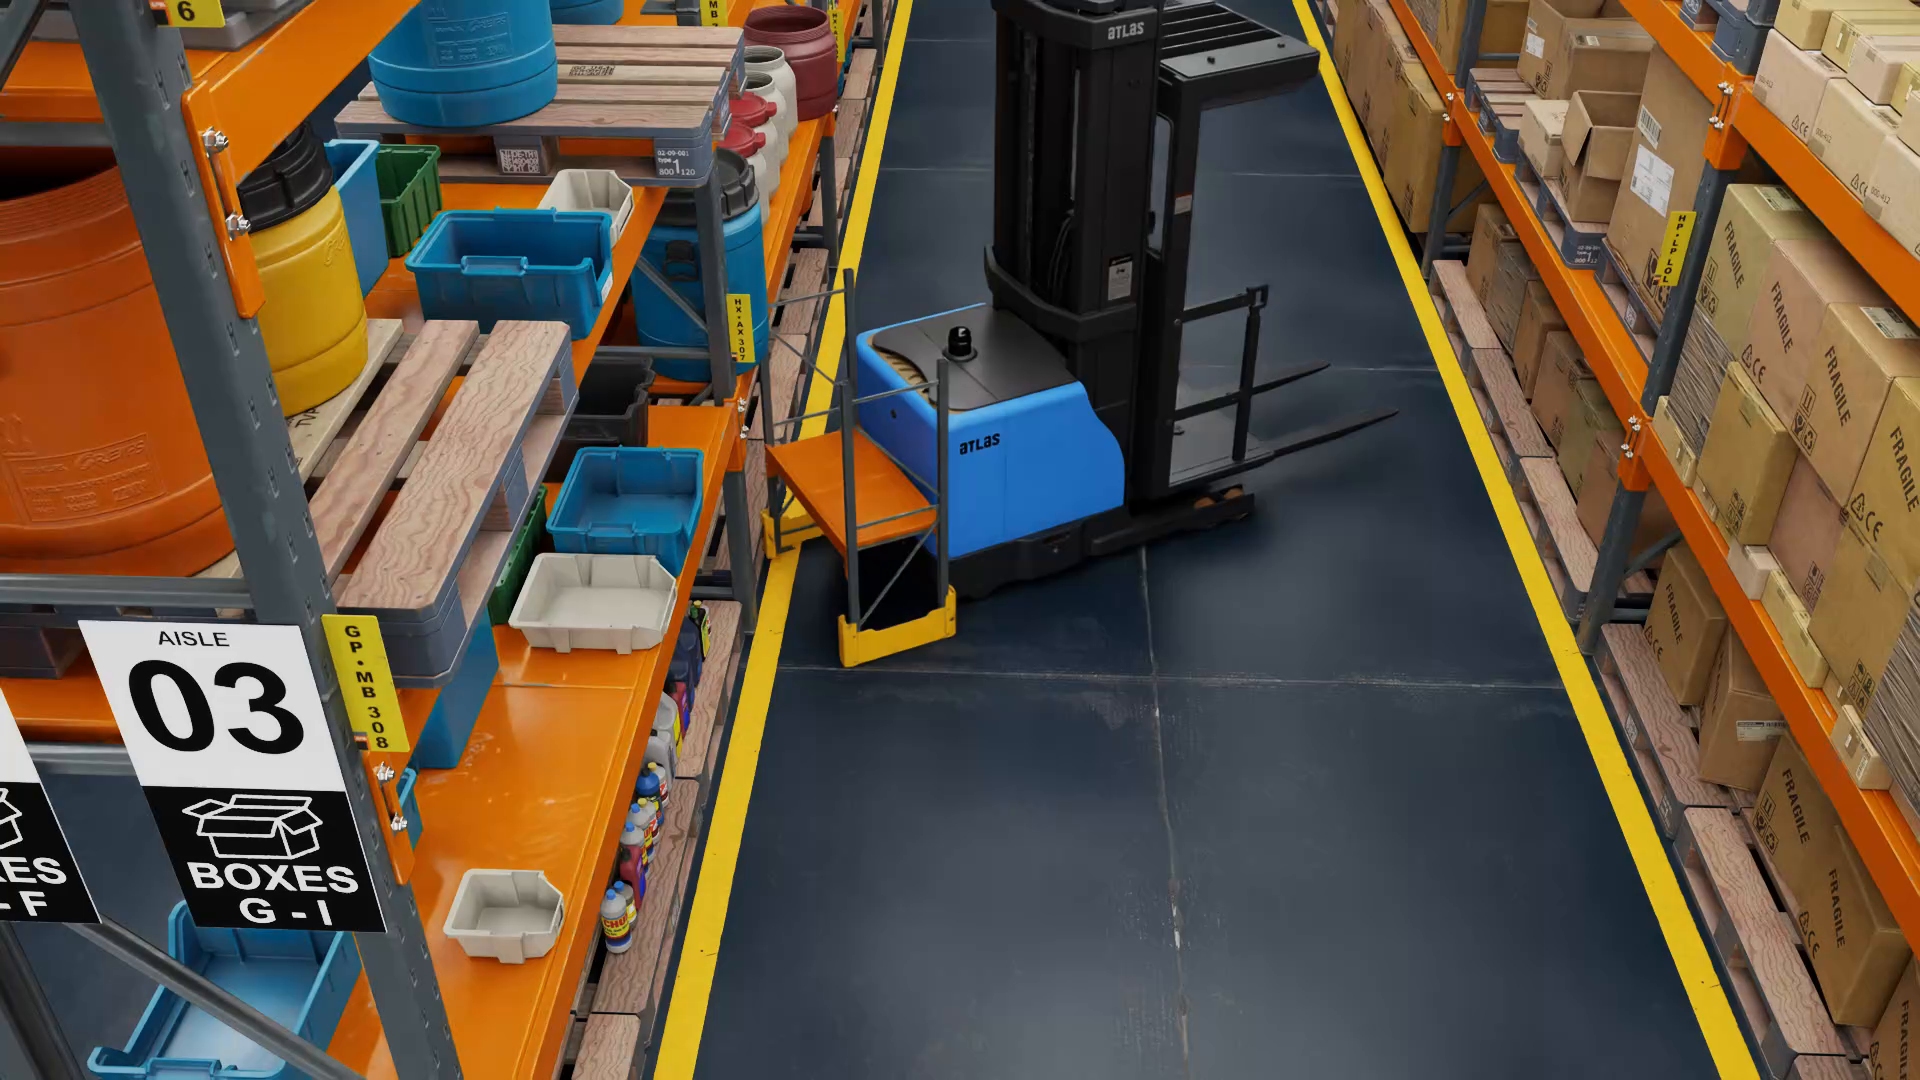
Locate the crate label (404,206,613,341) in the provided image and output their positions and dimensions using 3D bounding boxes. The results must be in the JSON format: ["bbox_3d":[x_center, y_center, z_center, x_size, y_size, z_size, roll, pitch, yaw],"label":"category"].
[{"bbox_3d":[-1.245,-0.749,4.673,0.502,0.251,0.408,1,35,2],"label":"crate label"}]

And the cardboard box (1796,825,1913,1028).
[{"bbox_3d":[3.374,1.389,5.920,0.500,0.500,0.500,4,35,6],"label":"cardboard box"}]

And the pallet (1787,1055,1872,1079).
[{"bbox_3d":[3.369,2.231,5.338,1.003,0.211,1.213,1,35,2],"label":"pallet"}]

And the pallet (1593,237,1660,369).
[{"bbox_3d":[3.635,-1.056,7.756,1.003,0.211,1.213,1,35,2],"label":"pallet"}]

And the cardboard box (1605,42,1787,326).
[{"bbox_3d":[3.631,-1.569,7.432,1.000,1.000,1.000,2,35,2],"label":"cardboard box"}]

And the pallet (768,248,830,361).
[{"bbox_3d":[-1.399,-1.526,10.683,1.003,0.211,1.213,1,35,2],"label":"pallet"}]

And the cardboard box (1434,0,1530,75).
[{"bbox_3d":[3.392,-3.327,10.733,0.500,0.500,0.500,2,35,3],"label":"cardboard box"}]

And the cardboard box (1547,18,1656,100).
[{"bbox_3d":[3.715,-2.575,9.299,0.700,0.500,0.500,6,36,9],"label":"cardboard box"}]

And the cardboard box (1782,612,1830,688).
[{"bbox_3d":[3.103,0.383,5.760,0.380,0.149,0.250,1,35,2],"label":"cardboard box"}]

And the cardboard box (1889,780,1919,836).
[{"bbox_3d":[3.137,0.816,5.145,0.380,0.149,0.250,1,35,2],"label":"cardboard box"}]

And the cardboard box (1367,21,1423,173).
[{"bbox_3d":[3.712,-3.207,12.133,1.225,0.875,0.875,1,35,2],"label":"cardboard box"}]

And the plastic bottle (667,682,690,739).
[{"bbox_3d":[-1.200,0.700,7.071,0.061,0.283,0.133,4,35,5],"label":"plastic bottle"}]

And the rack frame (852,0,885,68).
[{"bbox_3d":[-1.169,-5.409,13.783,1.000,3.000,0.127,1,35,2],"label":"rack frame"}]

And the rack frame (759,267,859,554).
[{"bbox_3d":[-0.740,-0.614,8.265,0.500,1.500,0.032,-16,37,-22],"label":"rack frame"}]

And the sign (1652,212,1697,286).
[{"bbox_3d":[2.904,-1.183,6.763,0.100,0.325,0.005,1,35,2],"label":"sign"}]

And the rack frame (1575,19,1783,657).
[{"bbox_3d":[3.459,-0.698,7.081,1.000,3.000,0.127,1,35,2],"label":"rack frame"}]

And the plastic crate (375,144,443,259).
[{"bbox_3d":[-1.825,-1.053,5.161,0.336,0.188,0.450,1,35,2],"label":"plastic crate"}]

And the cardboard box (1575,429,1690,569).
[{"bbox_3d":[3.505,-0.208,8.174,0.700,0.500,0.500,-1,35,-2],"label":"cardboard box"}]

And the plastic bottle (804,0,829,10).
[{"bbox_3d":[-0.970,-3.567,11.270,0.152,0.276,0.135,1,35,2],"label":"plastic bottle"}]

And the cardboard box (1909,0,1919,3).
[{"bbox_3d":[3.577,-2.407,6.449,0.797,0.503,0.637,0,35,0],"label":"cardboard box"}]

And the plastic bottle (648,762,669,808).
[{"bbox_3d":[-1.236,0.986,6.734,0.097,0.201,0.097,0,35,0],"label":"plastic bottle"}]

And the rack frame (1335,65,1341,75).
[{"bbox_3d":[3.780,-5.295,13.621,1.000,3.000,0.127,1,35,2],"label":"rack frame"}]

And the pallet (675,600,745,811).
[{"bbox_3d":[-1.559,0.713,7.497,1.003,0.211,1.213,1,35,2],"label":"pallet"}]

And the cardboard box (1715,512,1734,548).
[{"bbox_3d":[3.144,-0.047,6.373,0.380,0.149,0.250,1,35,2],"label":"cardboard box"}]

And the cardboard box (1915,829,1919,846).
[{"bbox_3d":[3.248,0.832,4.558,0.875,0.500,0.500,1,35,2],"label":"cardboard box"}]

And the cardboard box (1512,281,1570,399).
[{"bbox_3d":[3.587,-1.123,9.477,0.700,0.500,0.500,4,35,6],"label":"cardboard box"}]

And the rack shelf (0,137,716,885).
[{"bbox_3d":[-1.570,-0.597,4.953,1.077,0.370,4.000,1,35,2],"label":"rack shelf"}]

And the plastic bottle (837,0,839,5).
[{"bbox_3d":[-0.897,-3.967,11.833,0.061,0.283,0.133,1,35,2],"label":"plastic bottle"}]

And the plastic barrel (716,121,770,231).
[{"bbox_3d":[-1.203,-1.834,8.579,0.433,0.535,0.433,0,35,0],"label":"plastic barrel"}]

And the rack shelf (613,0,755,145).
[{"bbox_3d":[-1.410,-2.895,8.223,1.077,0.370,4.000,1,35,2],"label":"rack shelf"}]

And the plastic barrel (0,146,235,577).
[{"bbox_3d":[-1.758,-0.371,3.268,0.600,0.830,0.708,1,35,2],"label":"plastic barrel"}]

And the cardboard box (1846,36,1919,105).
[{"bbox_3d":[3.163,-1.537,5.449,0.380,0.149,0.250,2,35,2],"label":"cardboard box"}]

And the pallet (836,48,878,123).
[{"bbox_3d":[-1.241,-3.826,13.956,1.003,0.211,1.213,1,35,2],"label":"pallet"}]

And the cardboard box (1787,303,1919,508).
[{"bbox_3d":[3.148,-0.443,5.502,0.500,0.500,0.500,1,35,2],"label":"cardboard box"}]

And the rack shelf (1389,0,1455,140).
[{"bbox_3d":[3.700,-3.851,12.192,1.077,0.370,4.000,1,35,2],"label":"rack shelf"}]

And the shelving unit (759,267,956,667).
[{"bbox_3d":[-0.515,-0.362,7.897,0.587,1.500,1.083,-16,37,-22],"label":"shelving unit"}]

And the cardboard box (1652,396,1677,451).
[{"bbox_3d":[3.150,-0.479,6.987,0.380,0.149,0.250,1,35,2],"label":"cardboard box"}]

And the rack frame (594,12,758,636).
[{"bbox_3d":[-1.490,-0.813,7.243,1.000,3.000,0.127,1,35,2],"label":"rack frame"}]

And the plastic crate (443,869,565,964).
[{"bbox_3d":[-1.293,1.087,4.770,0.298,0.136,0.250,1,35,2],"label":"plastic crate"}]

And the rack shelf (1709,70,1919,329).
[{"bbox_3d":[3.379,-0.482,4.790,1.077,0.370,4.000,1,35,2],"label":"rack shelf"}]

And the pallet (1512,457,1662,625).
[{"bbox_3d":[3.489,-0.005,8.519,1.003,0.211,1.213,1,35,2],"label":"pallet"}]

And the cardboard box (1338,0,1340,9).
[{"bbox_3d":[3.887,-4.974,14.648,0.875,0.875,0.875,1,35,2],"label":"cardboard box"}]

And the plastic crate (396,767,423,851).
[{"bbox_3d":[-1.898,0.879,4.966,0.499,0.251,0.408,1,35,2],"label":"plastic crate"}]

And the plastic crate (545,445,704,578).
[{"bbox_3d":[-1.263,-0.110,6.372,0.499,0.251,0.616,1,35,2],"label":"plastic crate"}]

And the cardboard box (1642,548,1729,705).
[{"bbox_3d":[3.403,0.381,7.353,0.500,0.500,0.500,0,35,0],"label":"cardboard box"}]

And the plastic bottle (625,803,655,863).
[{"bbox_3d":[-1.249,1.133,6.465,0.097,0.271,0.097,0,35,0],"label":"plastic bottle"}]

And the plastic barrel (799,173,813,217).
[{"bbox_3d":[-1.327,-2.676,11.417,0.600,0.830,0.708,1,35,2],"label":"plastic barrel"}]

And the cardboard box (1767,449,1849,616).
[{"bbox_3d":[3.404,-0.028,5.781,0.875,0.500,0.500,1,35,2],"label":"cardboard box"}]

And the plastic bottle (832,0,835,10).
[{"bbox_3d":[-0.910,-3.779,11.565,0.061,0.283,0.133,1,35,2],"label":"plastic bottle"}]

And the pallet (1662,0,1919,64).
[{"bbox_3d":[3.590,-2.201,6.773,1.213,0.211,1.003,1,35,2],"label":"pallet"}]

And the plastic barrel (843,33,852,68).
[{"bbox_3d":[-1.207,-4.410,13.822,0.600,0.901,0.708,1,35,2],"label":"plastic barrel"}]

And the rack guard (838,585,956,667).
[{"bbox_3d":[-0.294,0.406,7.881,0.587,0.250,0.087,-16,37,-22],"label":"rack guard"}]

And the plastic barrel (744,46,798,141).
[{"bbox_3d":[-1.157,-2.561,9.633,0.421,0.512,0.421,0,35,0],"label":"plastic barrel"}]

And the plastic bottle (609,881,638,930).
[{"bbox_3d":[-1.262,1.356,6.208,0.097,0.201,0.097,0,35,0],"label":"plastic bottle"}]

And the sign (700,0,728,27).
[{"bbox_3d":[-0.941,-2.025,6.351,0.100,0.325,0.005,1,35,2],"label":"sign"}]

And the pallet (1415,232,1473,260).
[{"bbox_3d":[3.727,-2.307,11.794,1.003,0.211,1.213,1,35,2],"label":"pallet"}]

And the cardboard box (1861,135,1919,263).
[{"bbox_3d":[3.138,-1.022,5.063,0.500,0.250,0.500,0,35,0],"label":"cardboard box"}]

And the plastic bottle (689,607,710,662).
[{"bbox_3d":[-1.180,0.403,7.494,0.061,0.283,0.133,3,35,4],"label":"plastic bottle"}]

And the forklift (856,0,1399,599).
[{"bbox_3d":[0.982,-1.503,8.285,3.031,2.935,1.130,-17,39,-23],"label":"forklift"}]
